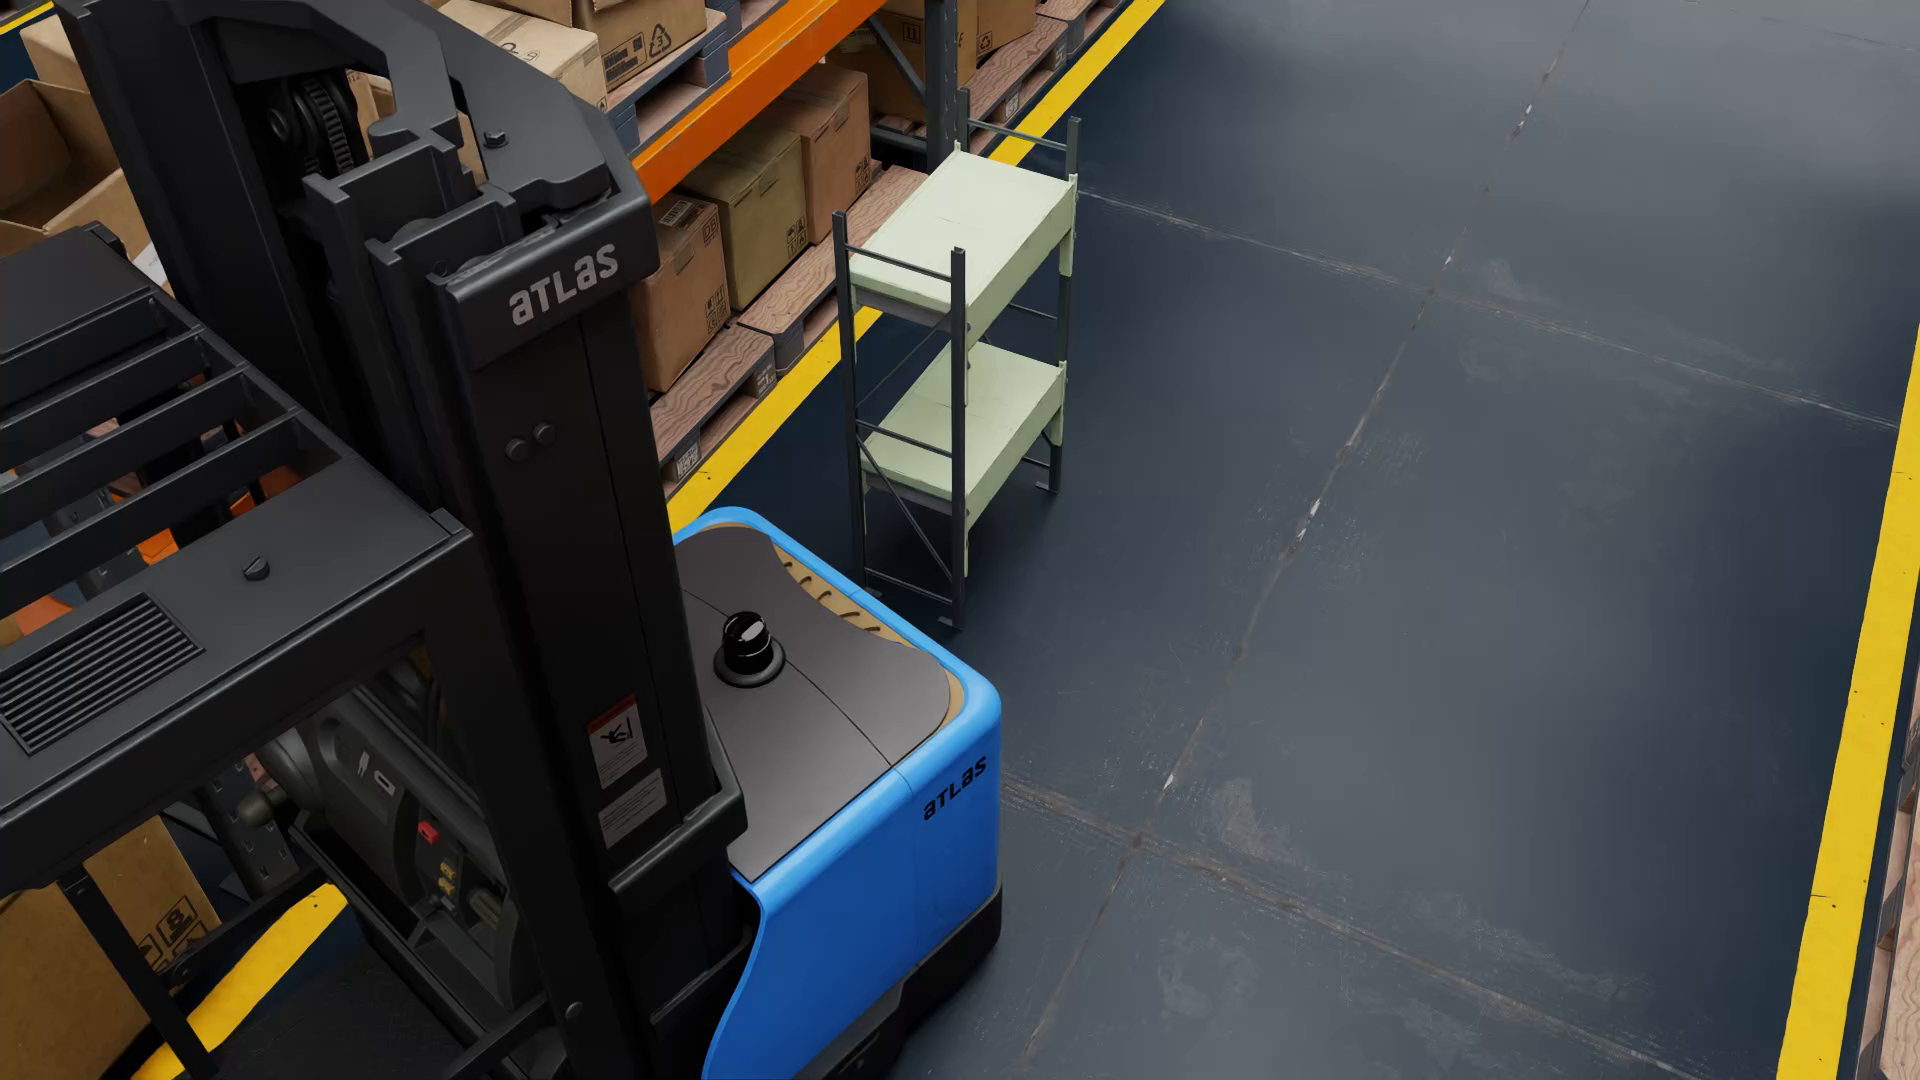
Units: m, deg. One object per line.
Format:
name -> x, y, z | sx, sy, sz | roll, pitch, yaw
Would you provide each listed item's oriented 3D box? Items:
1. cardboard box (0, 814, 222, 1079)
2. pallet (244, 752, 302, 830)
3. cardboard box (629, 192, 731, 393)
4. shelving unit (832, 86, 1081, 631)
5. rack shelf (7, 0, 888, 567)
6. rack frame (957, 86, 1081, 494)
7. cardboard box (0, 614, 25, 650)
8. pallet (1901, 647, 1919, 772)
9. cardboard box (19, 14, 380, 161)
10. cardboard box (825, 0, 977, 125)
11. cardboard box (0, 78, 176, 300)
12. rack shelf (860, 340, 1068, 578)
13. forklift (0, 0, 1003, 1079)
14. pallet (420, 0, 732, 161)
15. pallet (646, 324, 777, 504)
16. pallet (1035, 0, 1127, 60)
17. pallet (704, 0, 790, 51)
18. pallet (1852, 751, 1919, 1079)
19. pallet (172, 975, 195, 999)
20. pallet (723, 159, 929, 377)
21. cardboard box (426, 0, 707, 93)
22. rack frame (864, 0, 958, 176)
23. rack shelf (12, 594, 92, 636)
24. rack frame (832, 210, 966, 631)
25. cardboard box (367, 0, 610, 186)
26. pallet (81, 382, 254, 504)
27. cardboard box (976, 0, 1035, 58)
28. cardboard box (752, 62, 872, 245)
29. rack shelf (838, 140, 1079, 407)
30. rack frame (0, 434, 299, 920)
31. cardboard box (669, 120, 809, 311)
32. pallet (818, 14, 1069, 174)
cardboard box -> -2.675, 0.840, 4.009 | 1.225, 0.875, 0.875 | 18, 48, 17
pallet -> -1.972, 0.302, 5.303 | 1.003, 0.211, 1.213 | 20, 49, 19
cardboard box -> -1.281, -0.956, 6.034 | 0.700, 0.500, 0.500 | 17, 48, 16
shelving unit -> 0.003, -0.531, 5.221 | 0.431, 1.500, 0.755 | 20, 49, 19
rack shelf -> -1.408, -1.194, 5.327 | 1.077, 0.370, 4.000 | 20, 49, 19
rack frame -> 0.173, -0.762, 5.449 | 0.400, 1.500, 0.023 | 20, 49, 19
cardboard box -> -2.346, 0.171, 3.402 | 0.500, 0.500, 0.500 | 22, 49, 20
pallet -> 3.577, 0.416, 5.190 | 1.003, 0.211, 1.213 | 20, 49, 19
cardboard box -> -1.950, -1.108, 4.370 | 0.700, 0.500, 0.500 | 28, 51, 25
cardboard box -> -0.258, -2.214, 7.292 | 0.500, 0.500, 0.500 | 19, 48, 18
cardboard box -> -2.121, -0.723, 3.990 | 0.500, 0.500, 0.500 | 15, 47, 14
rack shelf -> 0.003, -0.302, 5.453 | 0.431, 0.370, 0.720 | 20, 49, 19
forklift -> -1.265, 0.607, 3.090 | 1.130, 2.935, 3.031 | 34, 54, 29
pallet -> -1.453, -1.380, 5.140 | 1.003, 0.211, 1.213 | 20, 49, 19
pallet -> -1.405, -0.464, 6.060 | 1.003, 0.211, 1.213 | 20, 49, 19
pallet -> 0.366, -2.933, 8.500 | 1.003, 0.211, 1.213 | 20, 49, 19
pallet -> -0.963, -2.206, 5.956 | 1.003, 0.211, 1.213 | 20, 49, 19
pallet -> 3.012, 1.188, 4.428 | 1.003, 0.211, 1.213 | 20, 49, 19
pallet -> -2.769, 1.265, 4.351 | 1.003, 0.211, 1.213 | 20, 49, 19
pallet -> -0.839, -1.236, 6.823 | 1.003, 0.211, 1.213 | 20, 49, 19
cardboard box -> -1.202, -1.768, 5.021 | 0.797, 0.503, 0.637 | 25, 51, 23
rack frame -> -0.479, -2.707, 6.316 | 1.000, 3.000, 0.127 | 20, 49, 19
rack shelf -> -3.265, 1.326, 2.836 | 1.077, 0.370, 4.000 | 20, 49, 19
rack frame -> -0.167, -0.301, 4.993 | 0.400, 1.500, 0.023 | 20, 49, 19
cardboard box -> -1.354, -1.262, 4.698 | 0.500, 0.250, 0.500 | 19, 48, 18
pallet -> -2.100, -0.603, 4.372 | 1.213, 0.211, 1.003 | 20, 49, 19
cardboard box -> 0.001, -2.578, 7.651 | 0.500, 0.500, 0.500 | -34, 55, -29
cardboard box -> -0.783, -1.603, 6.673 | 0.700, 0.500, 0.500 | 17, 48, 16
rack shelf -> 0.003, -0.806, 4.943 | 0.431, 0.370, 0.720 | 20, 49, 19
rack frame -> -2.336, -0.187, 3.826 | 1.000, 3.000, 0.127 | 20, 49, 19
cardboard box -> -1.021, -1.309, 6.383 | 0.700, 0.500, 0.500 | 20, 49, 19
pallet -> -0.199, -2.161, 7.738 | 1.003, 0.211, 1.213 | 20, 49, 19
